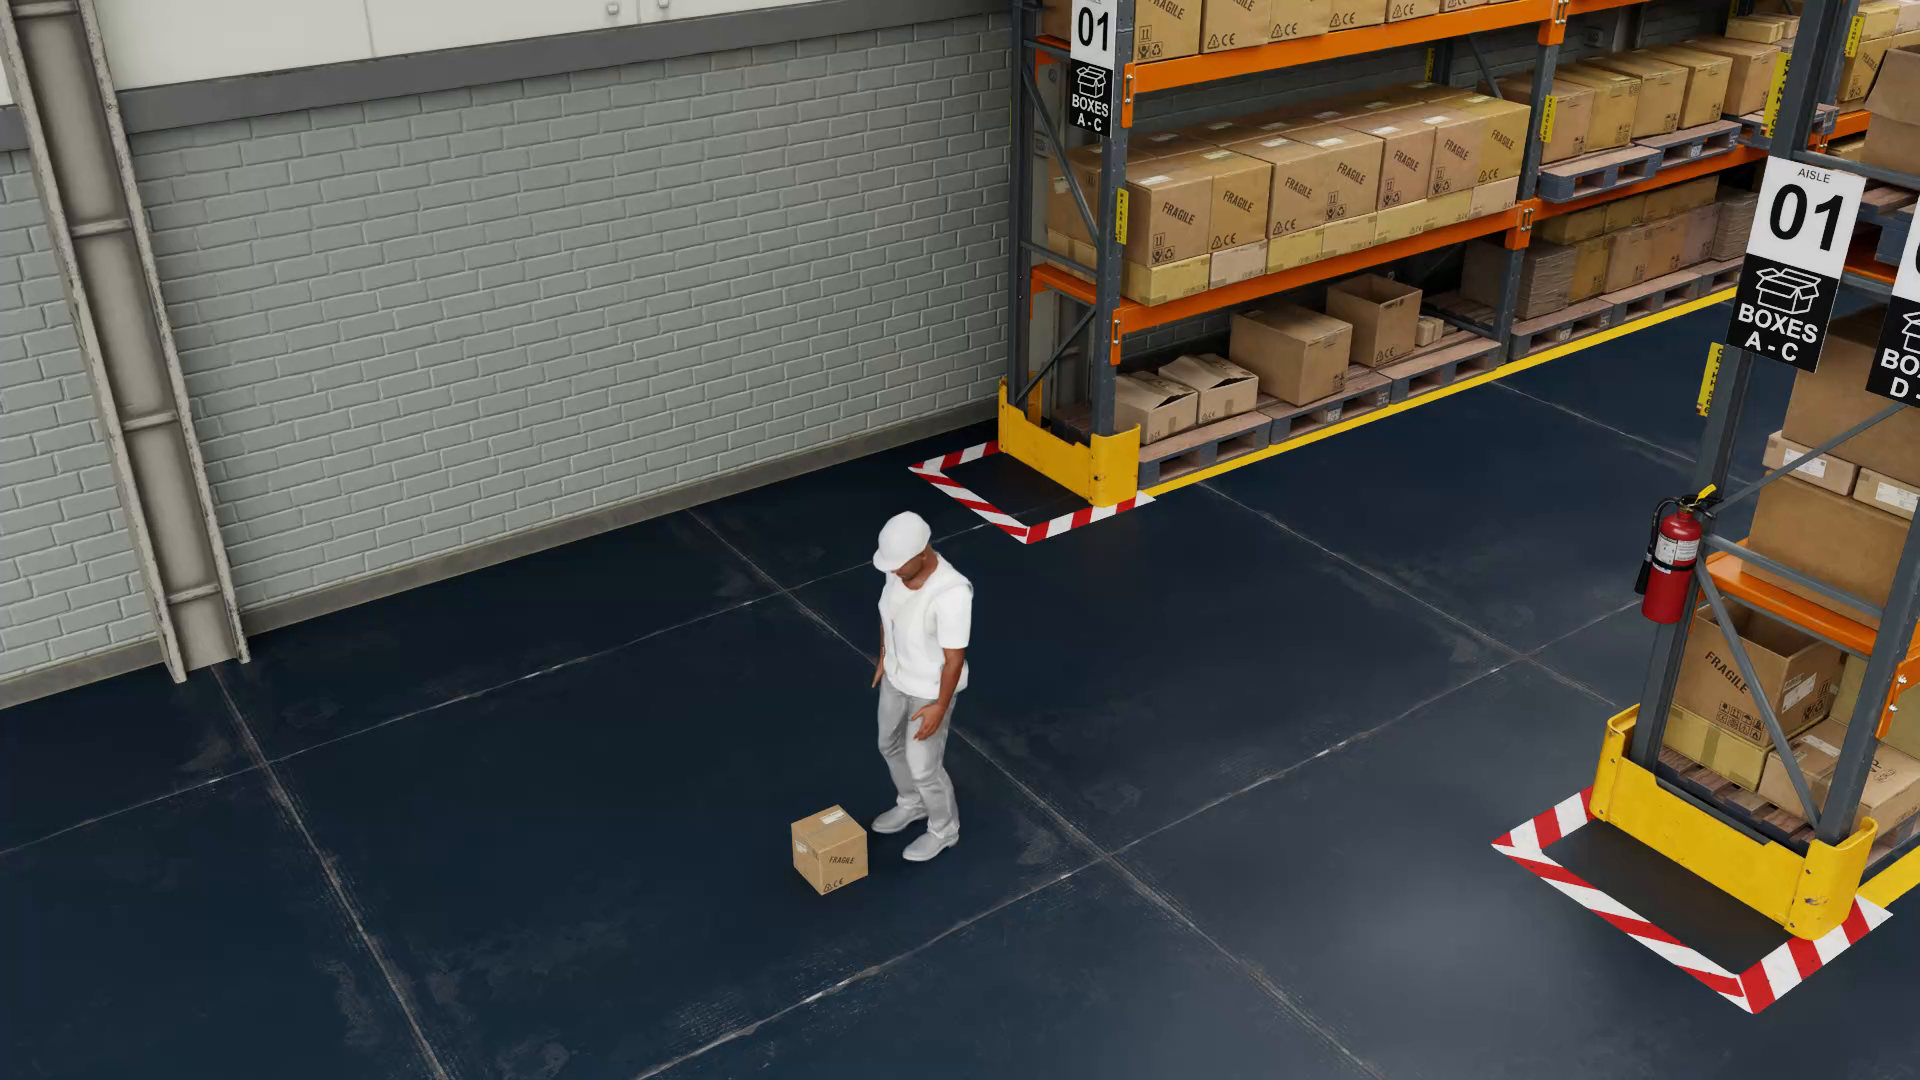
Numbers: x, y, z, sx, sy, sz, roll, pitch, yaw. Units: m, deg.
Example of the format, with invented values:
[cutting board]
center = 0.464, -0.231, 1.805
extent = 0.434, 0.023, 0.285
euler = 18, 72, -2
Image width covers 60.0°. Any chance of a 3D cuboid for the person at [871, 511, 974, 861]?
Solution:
[person]
center = -0.186, 0.641, 7.445
extent = 0.409, 1.739, 0.581
euler = -18, 33, -30
